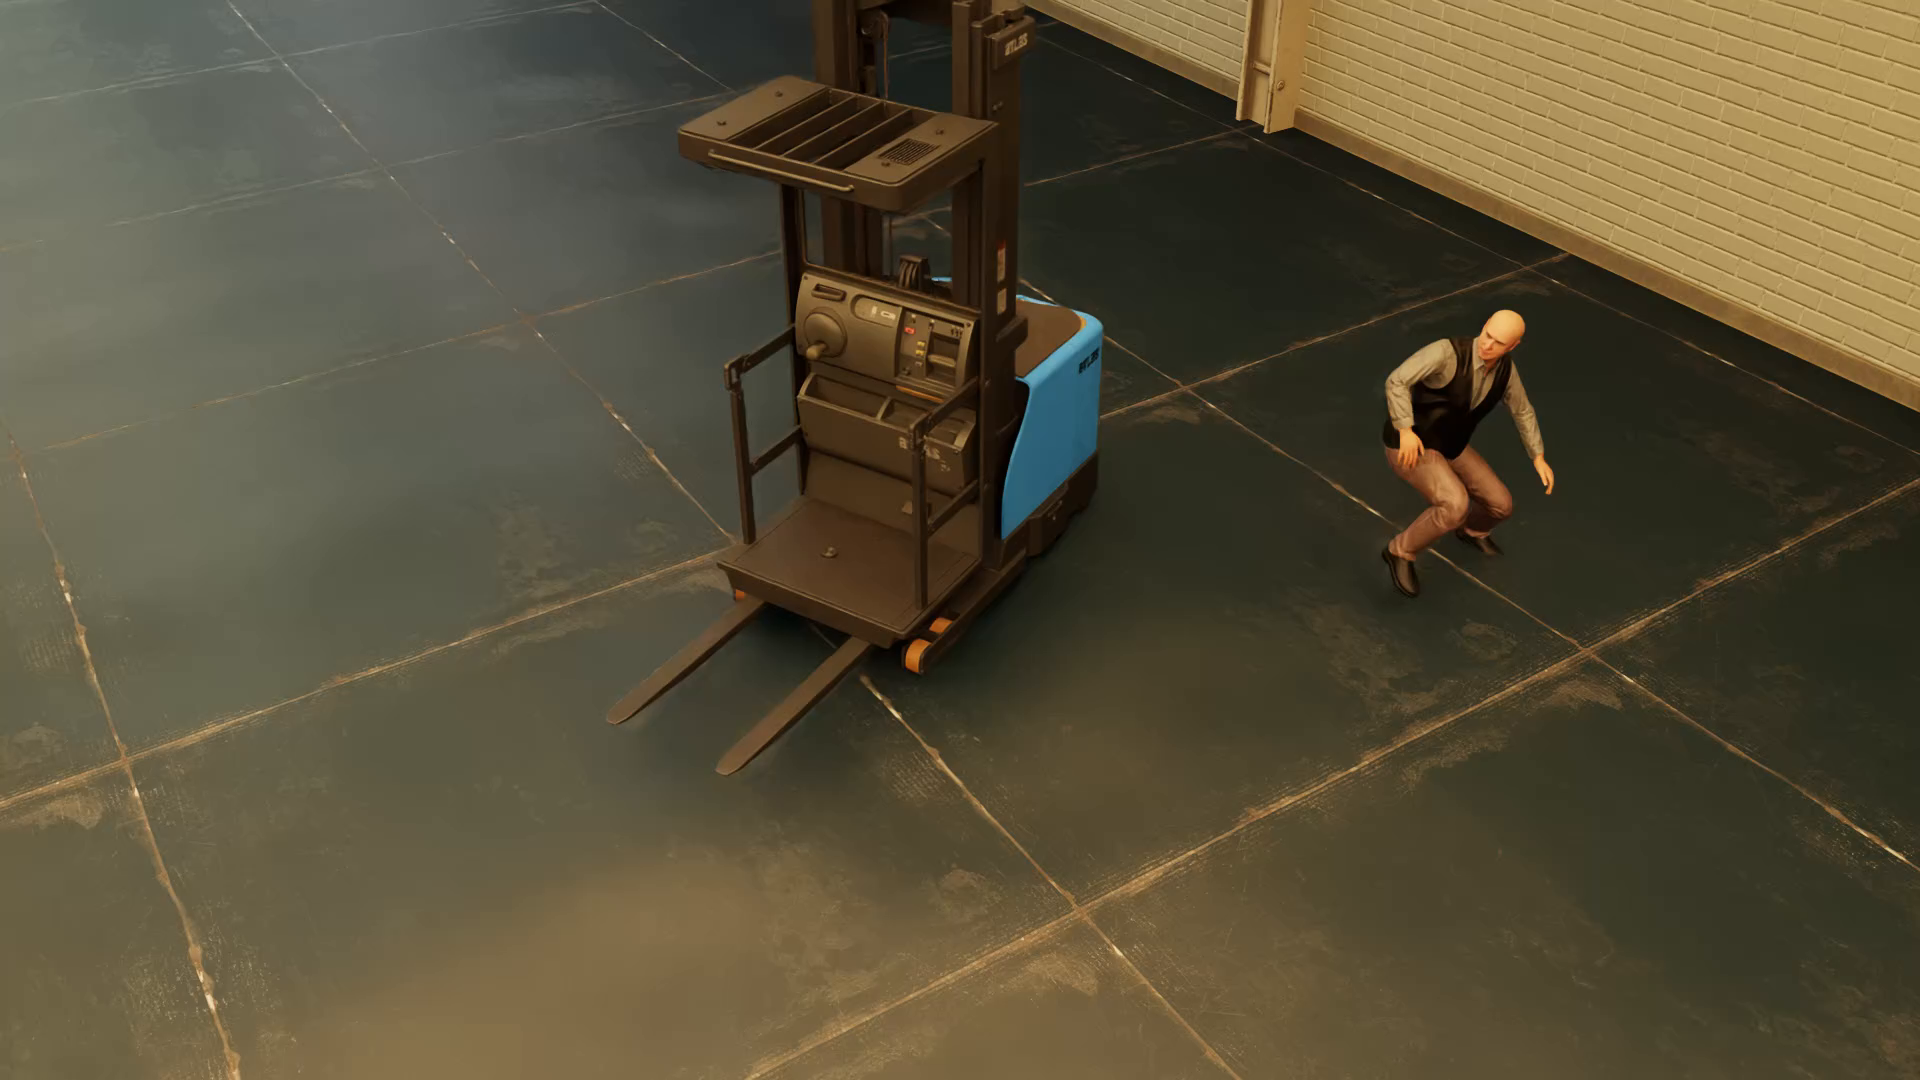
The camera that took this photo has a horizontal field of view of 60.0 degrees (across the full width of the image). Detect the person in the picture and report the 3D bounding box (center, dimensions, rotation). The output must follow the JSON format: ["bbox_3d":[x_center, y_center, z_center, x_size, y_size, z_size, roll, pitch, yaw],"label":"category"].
[{"bbox_3d":[2.434,-0.440,8.090,0.830,1.501,0.667,-18,39,-24],"label":"person"}]

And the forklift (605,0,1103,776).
[{"bbox_3d":[-0.459,-0.877,7.396,1.130,2.935,3.031,20,40,25],"label":"forklift"}]
